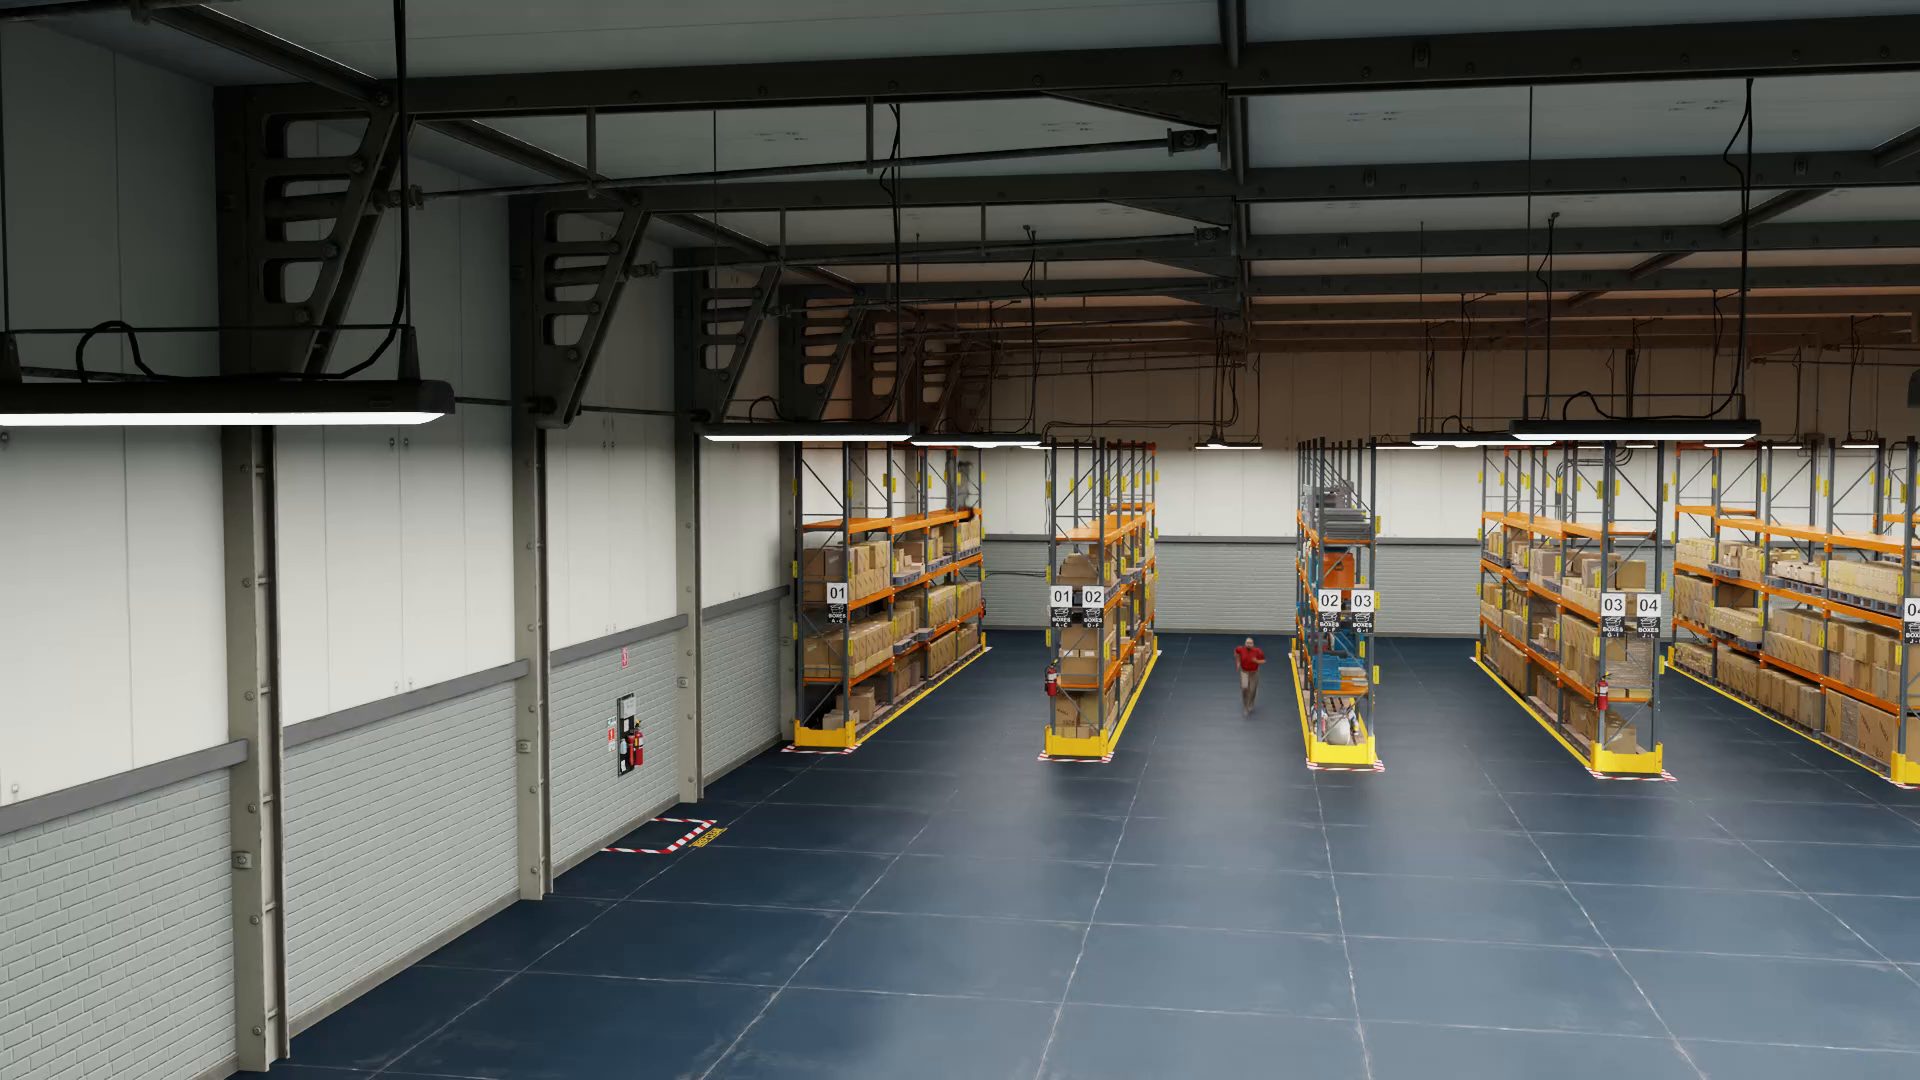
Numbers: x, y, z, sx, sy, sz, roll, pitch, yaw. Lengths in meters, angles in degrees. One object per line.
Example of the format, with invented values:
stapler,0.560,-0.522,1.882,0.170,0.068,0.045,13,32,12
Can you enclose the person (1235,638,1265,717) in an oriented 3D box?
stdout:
person,6.317,2.974,36.253,0.650,1.738,0.966,0,3,8

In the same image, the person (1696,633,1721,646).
person,20.437,2.442,45.549,0.918,1.764,0.712,0,3,1
